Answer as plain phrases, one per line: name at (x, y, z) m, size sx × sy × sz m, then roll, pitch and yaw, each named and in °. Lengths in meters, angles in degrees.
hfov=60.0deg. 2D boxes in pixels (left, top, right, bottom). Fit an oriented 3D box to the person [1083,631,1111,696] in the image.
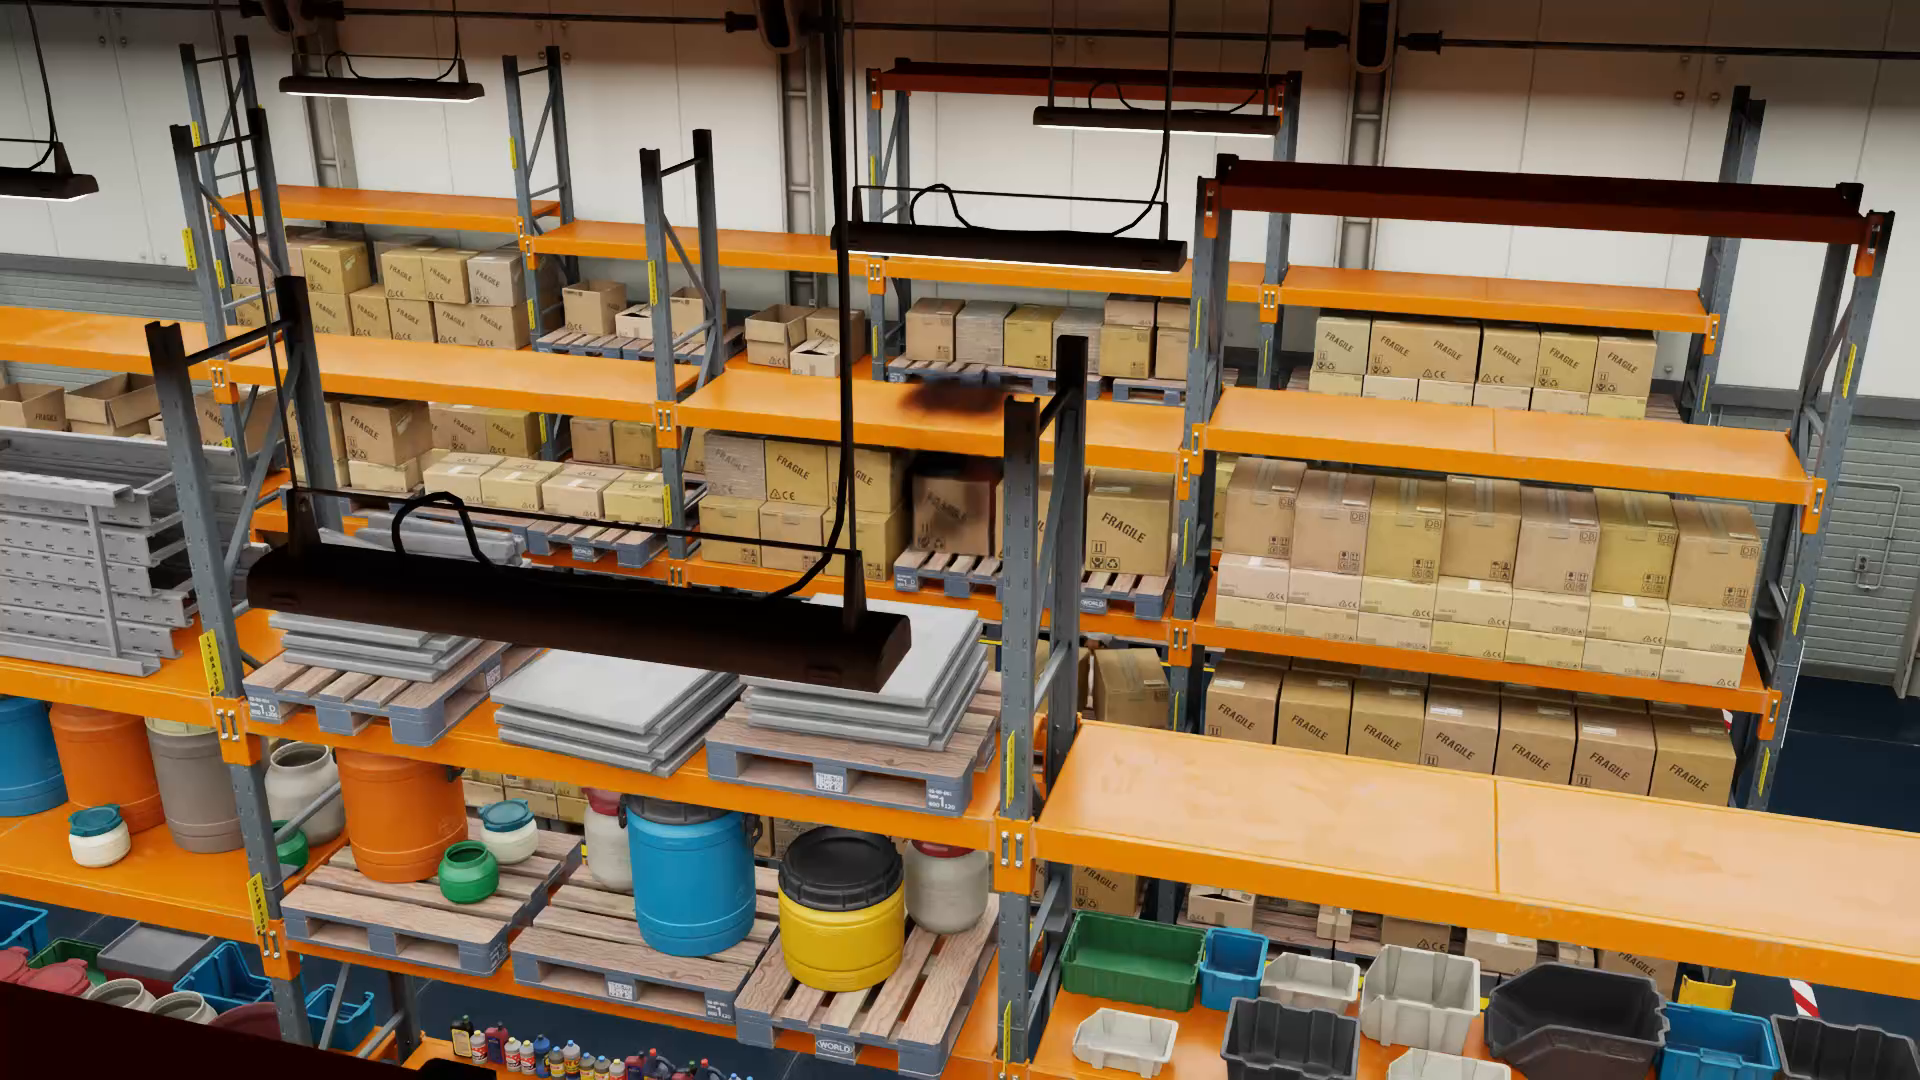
person at (1.106, 1.524, 14.920) m, size 0.928 × 1.596 × 0.499 m, roll 9°, pitch 24°, yaw 20°
